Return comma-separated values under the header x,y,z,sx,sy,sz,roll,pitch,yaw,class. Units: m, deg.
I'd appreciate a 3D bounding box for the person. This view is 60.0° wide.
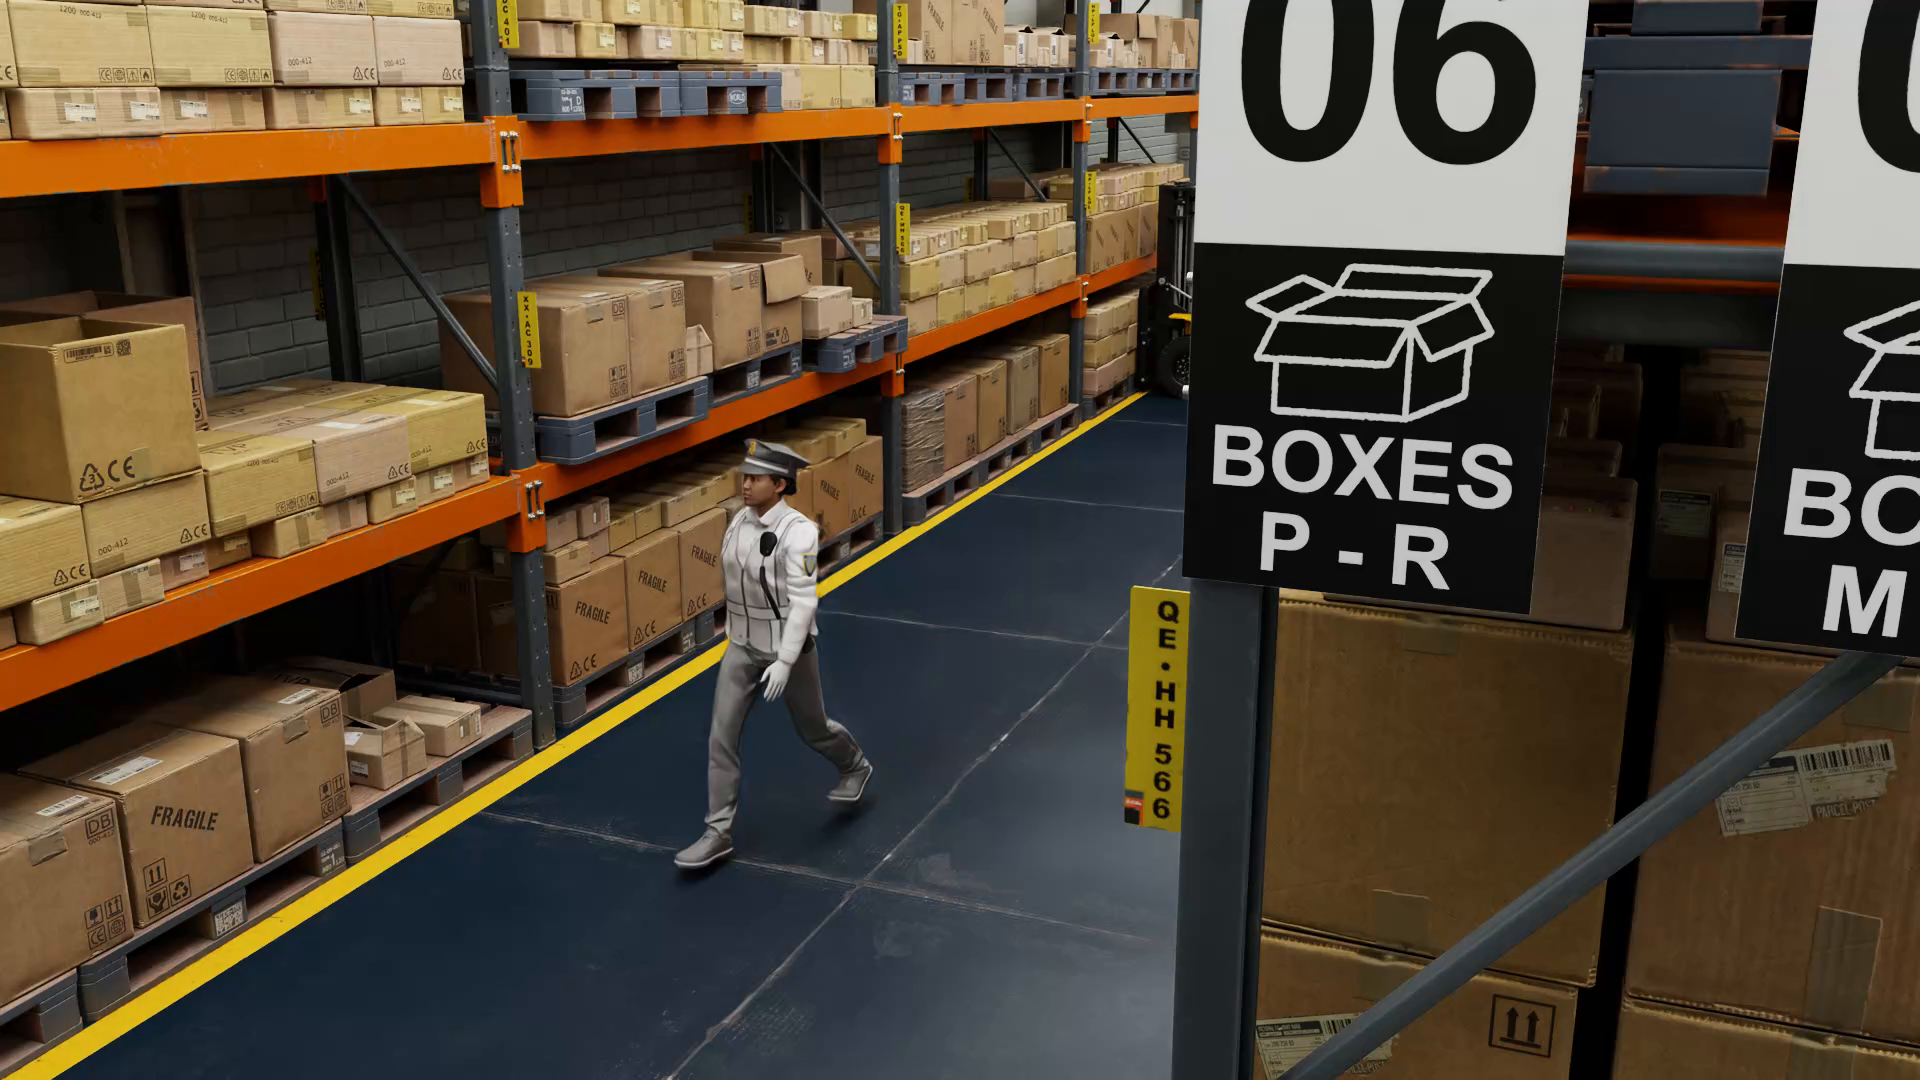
x,y,z,sx,sy,sz,roll,pitch,yaw,class
-0.727,0.404,6.508,0.481,1.633,1.009,10,19,33,person
